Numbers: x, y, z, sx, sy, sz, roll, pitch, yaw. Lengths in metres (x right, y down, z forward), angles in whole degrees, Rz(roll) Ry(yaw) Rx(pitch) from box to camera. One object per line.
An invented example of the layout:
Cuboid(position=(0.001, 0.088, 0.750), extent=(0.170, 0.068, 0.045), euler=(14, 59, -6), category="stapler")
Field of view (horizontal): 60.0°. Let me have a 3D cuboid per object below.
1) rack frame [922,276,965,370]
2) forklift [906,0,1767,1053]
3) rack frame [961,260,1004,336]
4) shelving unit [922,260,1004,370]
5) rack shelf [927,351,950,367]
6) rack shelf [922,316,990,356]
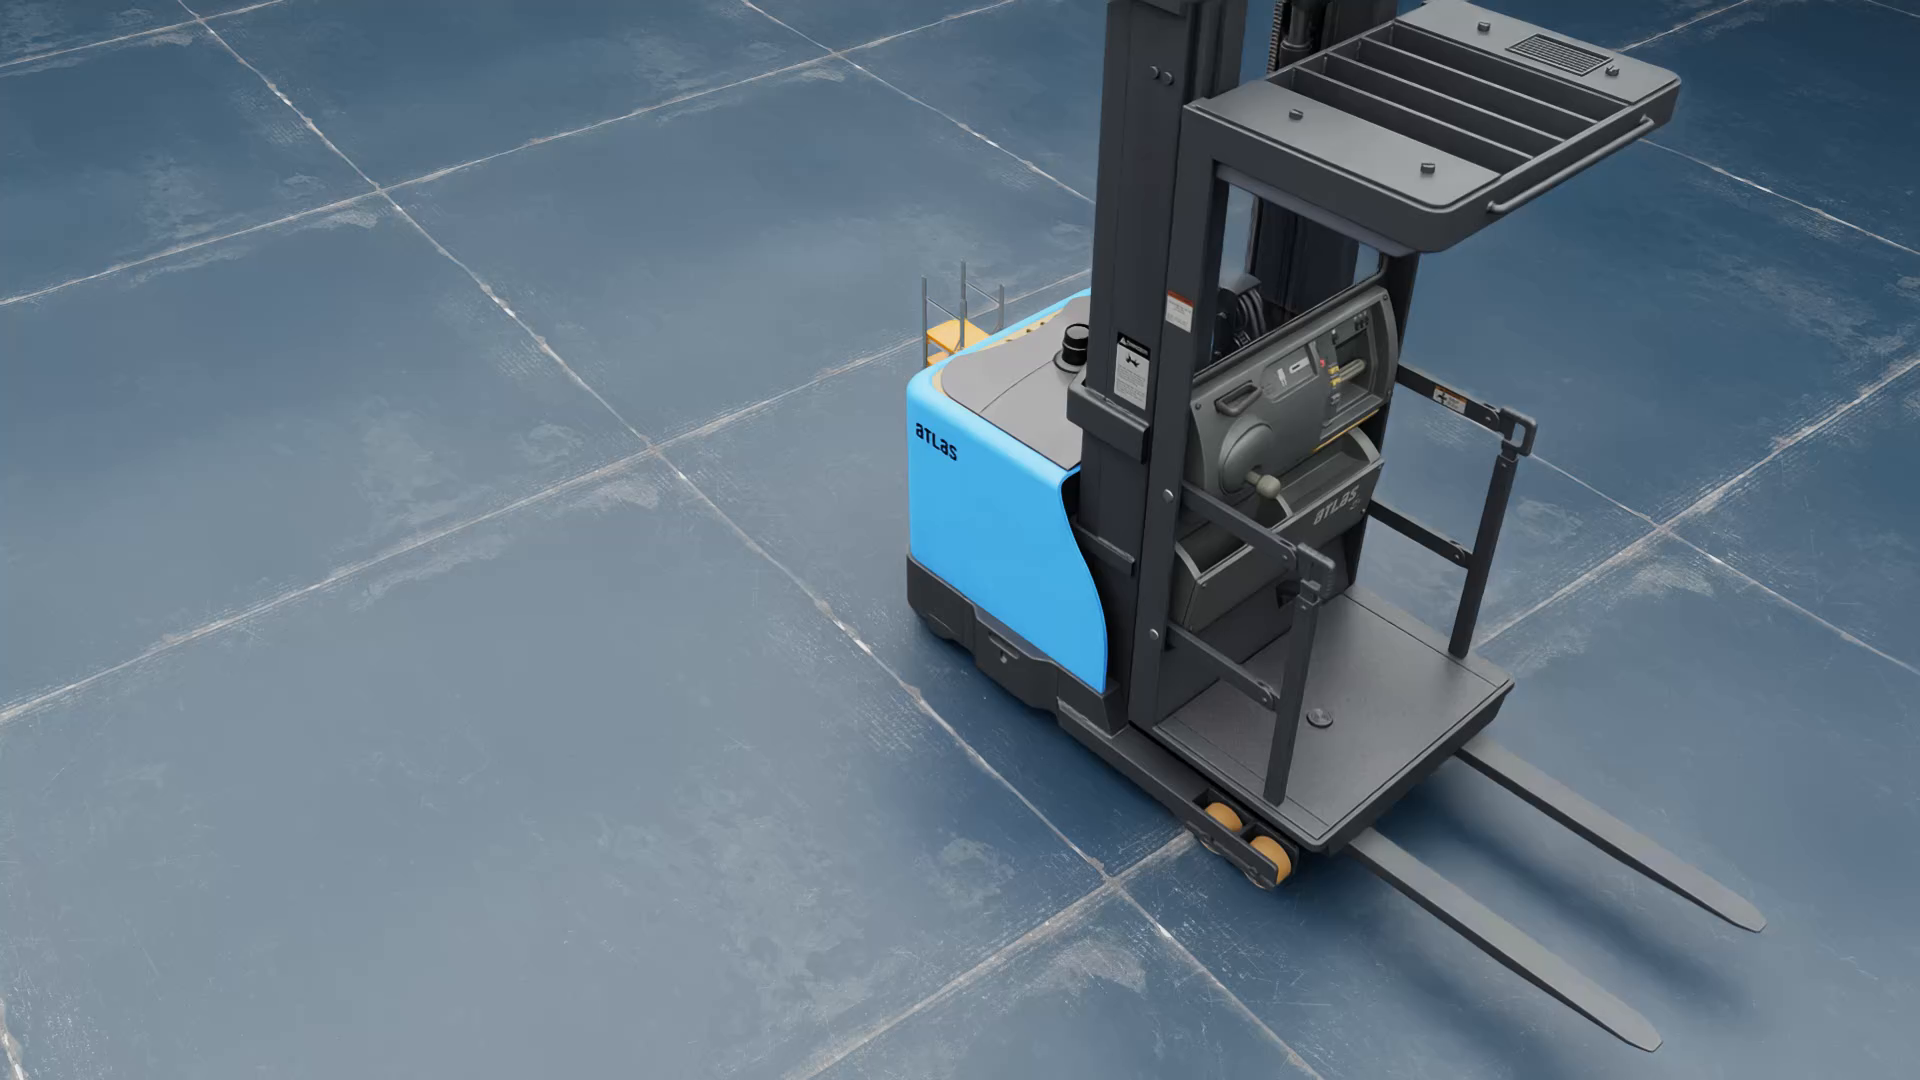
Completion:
Cuboid(position=(-0.062, -0.435, 6.334), extent=(0.006, 1.200, 0.240), euler=(-27, 47, -29), category="rack frame")
Cuboid(position=(1.163, -0.378, 4.900), extent=(1.130, 2.935, 3.031), euler=(-30, 48, -31), category="forklift")
Cuboid(position=(0.080, -0.508, 6.423), extent=(0.006, 1.200, 0.240), euler=(-27, 47, -29), category="rack frame")
Cuboid(position=(0.009, -0.471, 6.378), extent=(0.189, 1.200, 0.258), euler=(-27, 47, -29), category="shelving unit")
Cuboid(position=(0.009, -0.623, 6.254), extent=(0.180, 0.103, 0.258), euler=(-27, 47, -29), category="rack shelf")
Cuboid(position=(0.009, -0.715, 6.178), extent=(0.180, 0.103, 0.258), euler=(-27, 47, -29), category="rack shelf")
